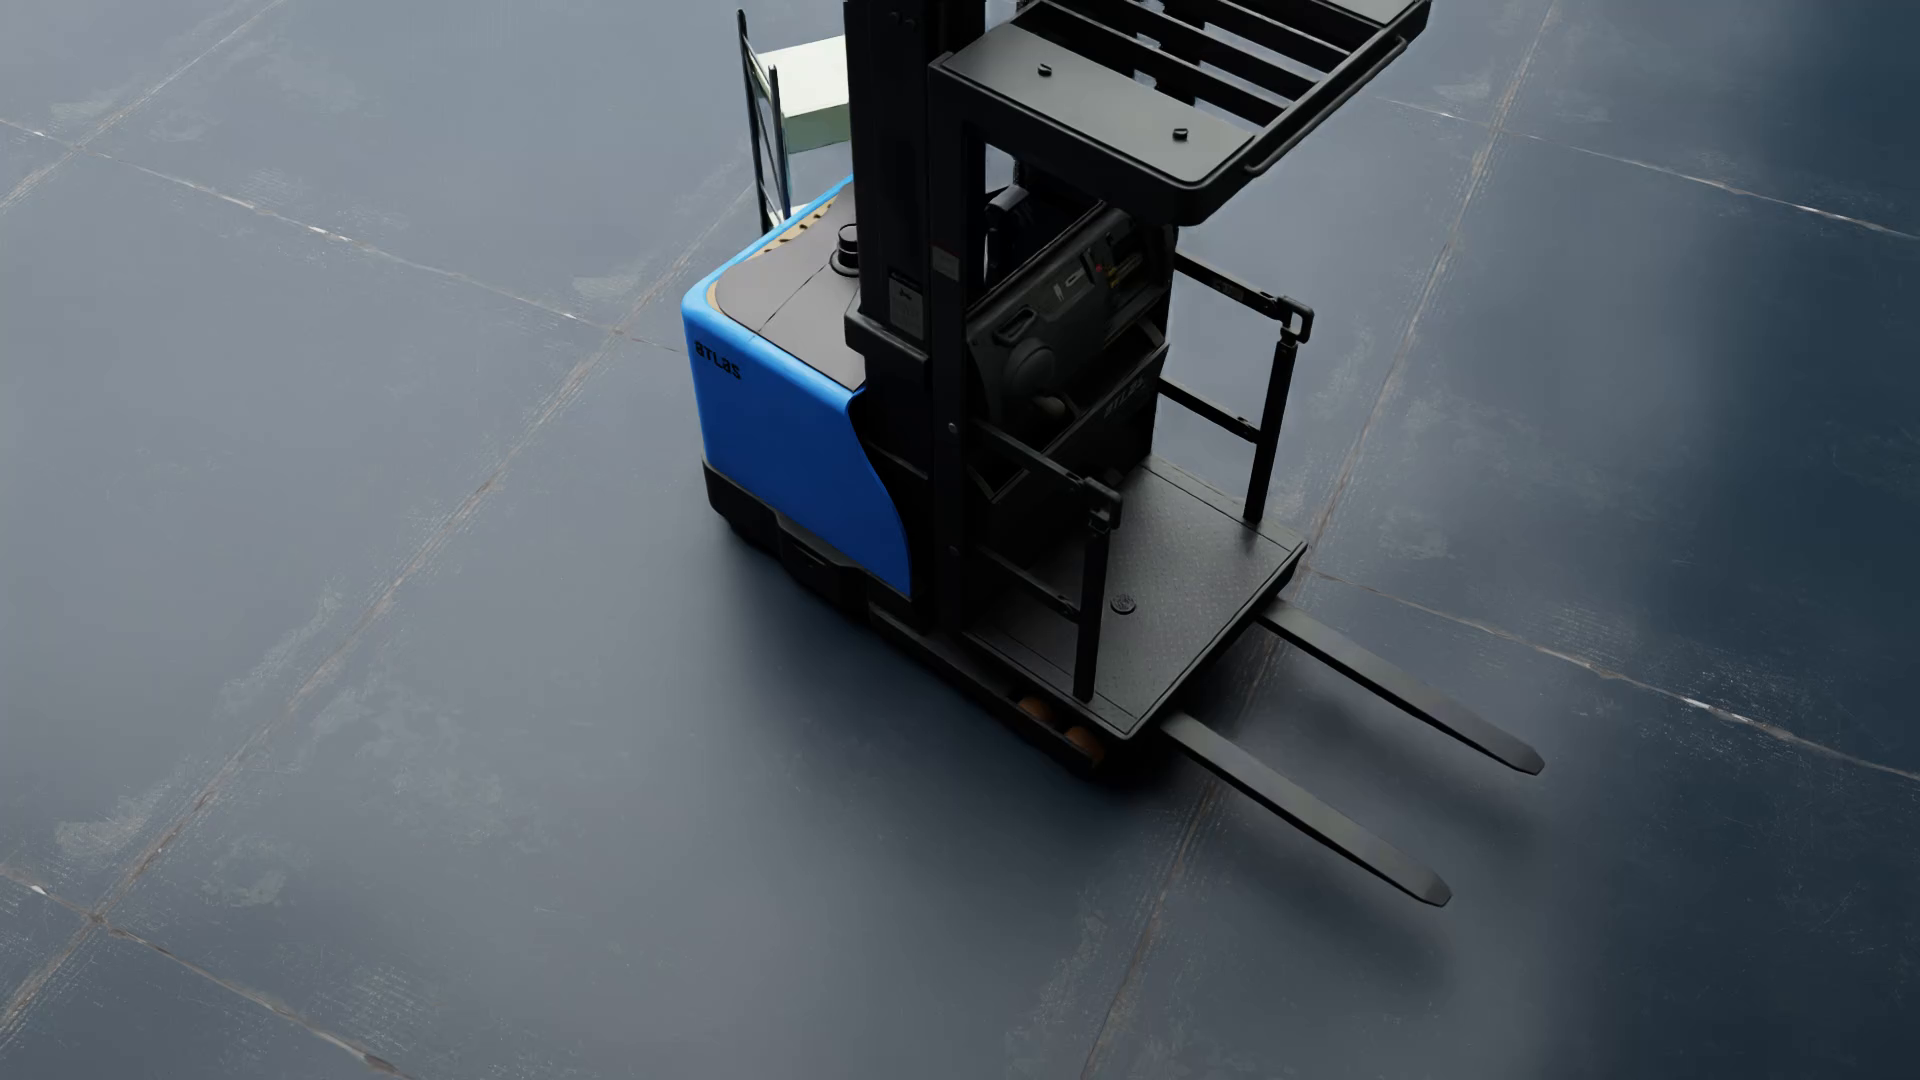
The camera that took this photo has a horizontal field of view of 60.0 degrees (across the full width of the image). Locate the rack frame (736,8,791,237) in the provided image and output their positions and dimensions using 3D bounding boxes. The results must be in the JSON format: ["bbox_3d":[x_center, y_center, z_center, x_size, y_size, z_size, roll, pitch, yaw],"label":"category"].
[{"bbox_3d":[-0.706,-1.252,6.330,0.023,1.500,0.400,-17,52,-14],"label":"rack frame"}]

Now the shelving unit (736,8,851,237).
[{"bbox_3d":[-0.367,-1.357,6.420,0.755,1.500,0.431,-17,52,-14],"label":"shelving unit"}]

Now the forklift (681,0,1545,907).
[{"bbox_3d":[0.506,-0.630,4.861,3.031,2.935,1.130,32,57,24],"label":"forklift"}]

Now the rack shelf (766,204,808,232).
[{"bbox_3d":[-0.367,-1.146,6.668,0.720,0.370,0.431,-17,52,-14],"label":"rack shelf"}]

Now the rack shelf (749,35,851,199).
[{"bbox_3d":[-0.367,-1.610,6.123,0.720,0.370,0.431,-17,52,-14],"label":"rack shelf"}]
